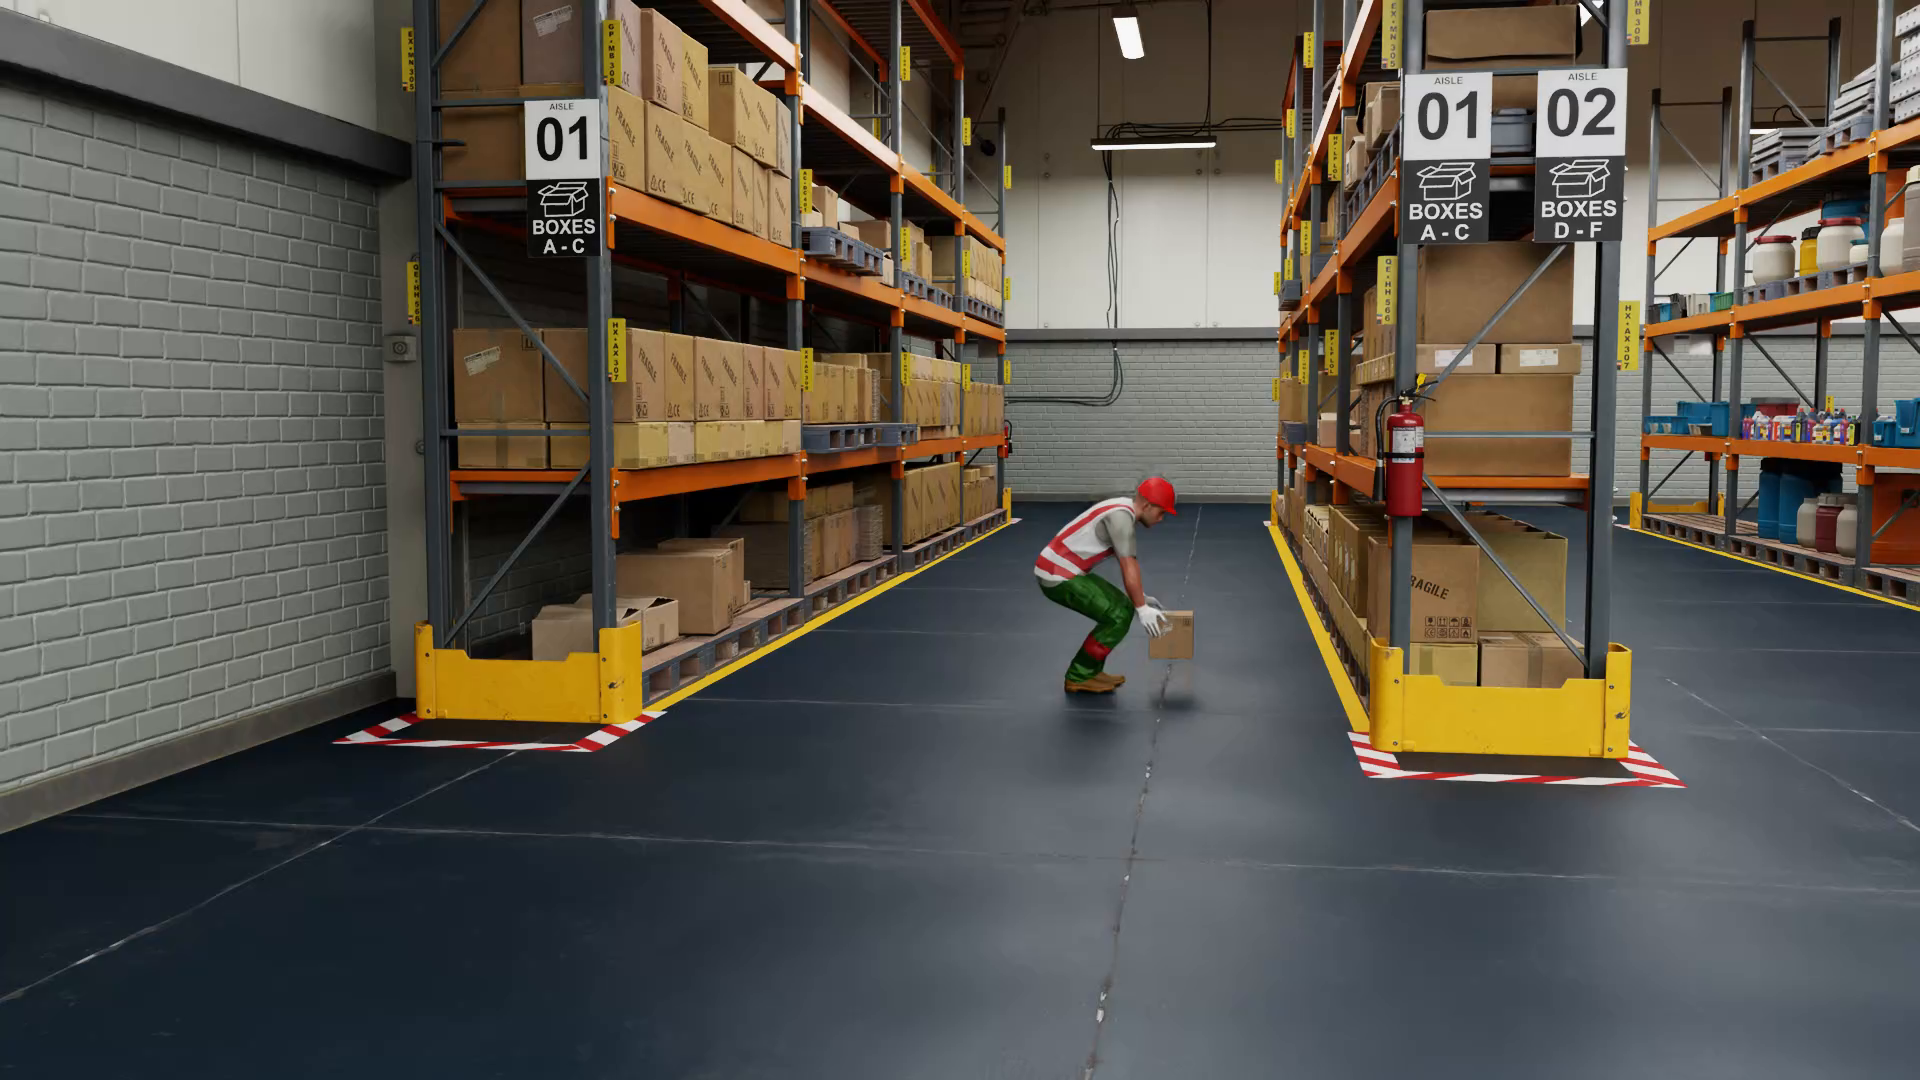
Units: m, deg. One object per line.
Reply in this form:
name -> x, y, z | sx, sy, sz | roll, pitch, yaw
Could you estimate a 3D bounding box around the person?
person -> 0.852, 0.252, 9.745 | 0.833, 1.239, 0.585 | 1, 4, 9
